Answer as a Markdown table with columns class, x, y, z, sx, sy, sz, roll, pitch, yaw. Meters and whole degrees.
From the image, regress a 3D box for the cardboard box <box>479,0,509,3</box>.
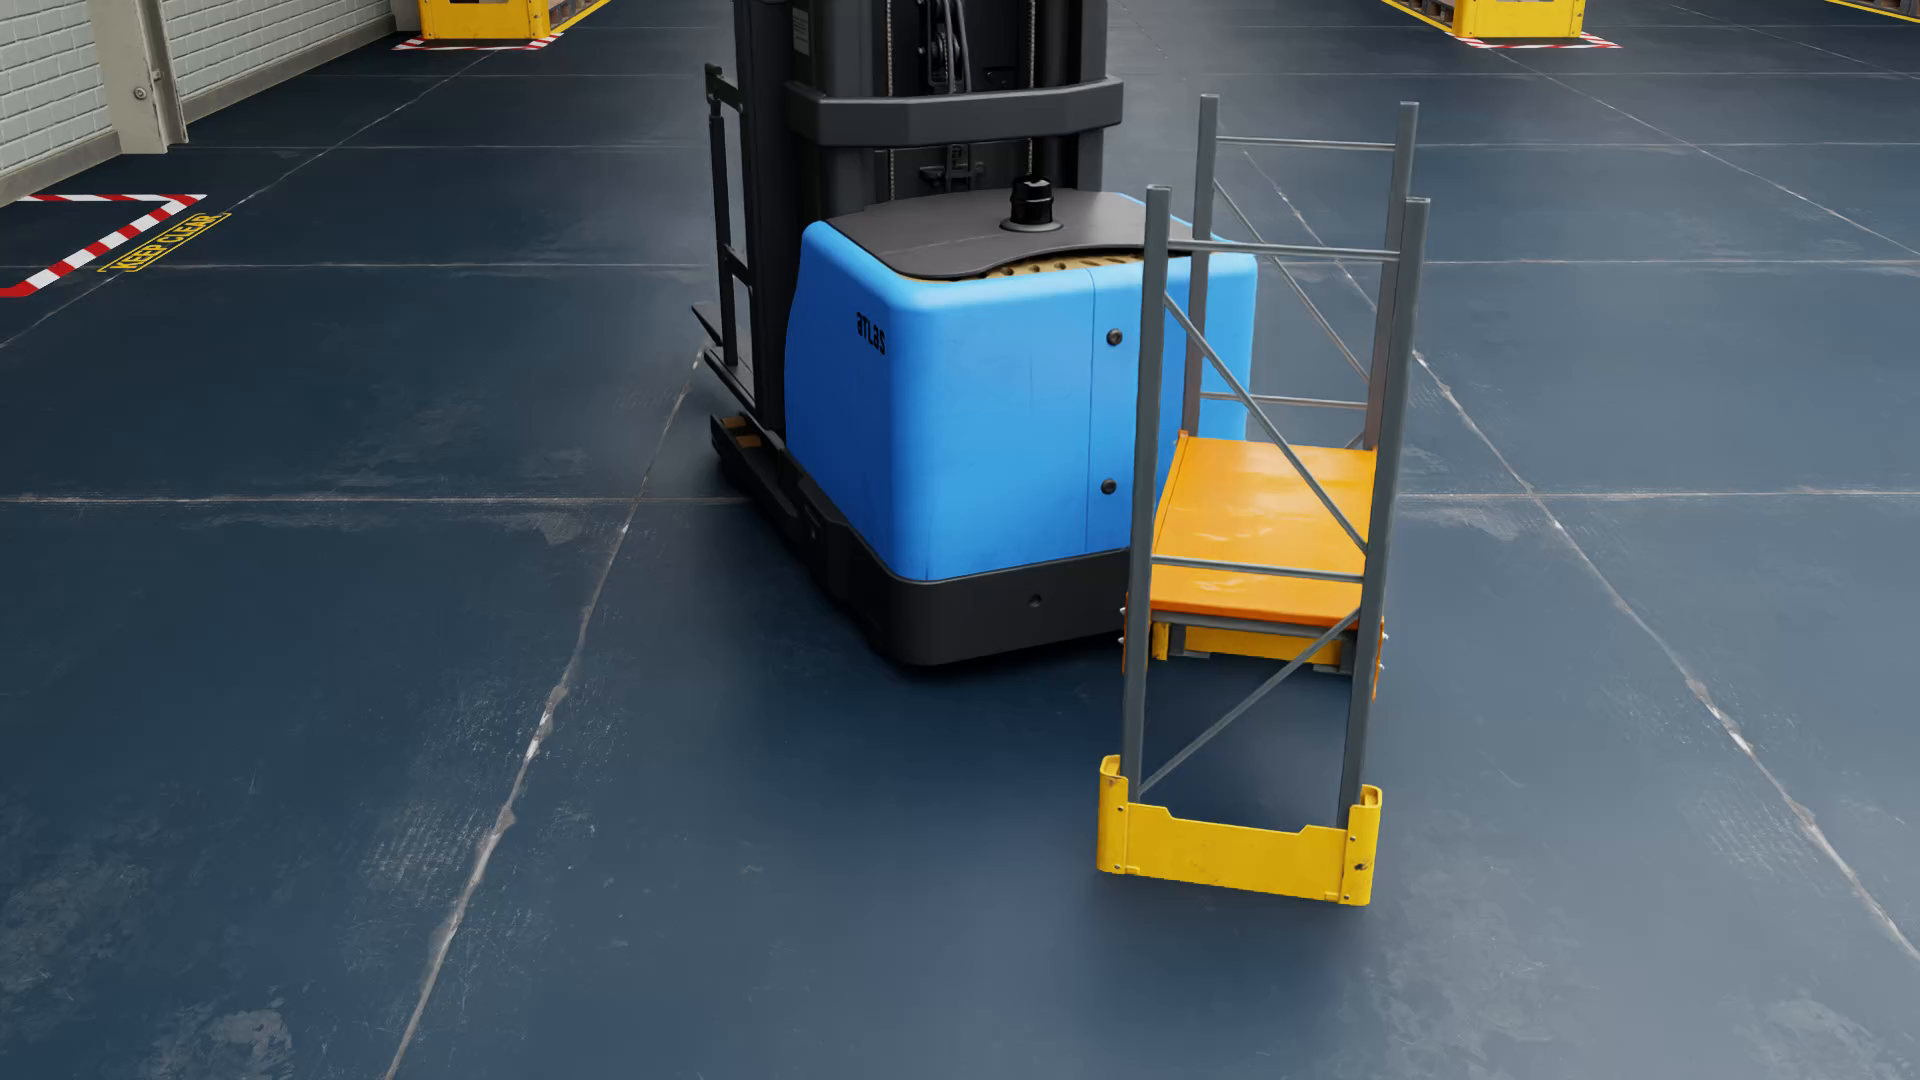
| class | x | y | z | sx | sy | sz | roll | pitch | yaw |
| --- | --- | --- | --- | --- | --- | --- | --- | --- | --- |
| cardboard box | -4.437 | -5.408 | 16.295 | 0.500 | 0.311 | 0.500 | -3 | 25 | -7 |

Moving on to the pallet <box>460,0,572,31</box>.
| class | x | y | z | sx | sy | sz | roll | pitch | yaw |
| --- | --- | --- | --- | --- | --- | --- | --- | --- | --- |
| pallet | -4.493 | -5.242 | 16.585 | 1.003 | 0.211 | 1.213 | 0 | 24 | -1 |

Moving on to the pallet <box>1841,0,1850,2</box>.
| class | x | y | z | sx | sy | sz | roll | pitch | yaw |
| --- | --- | --- | --- | --- | --- | --- | --- | --- | --- |
| pallet | 10.339 | -6.315 | 18.956 | 1.003 | 0.211 | 1.213 | 0 | 24 | -1 |

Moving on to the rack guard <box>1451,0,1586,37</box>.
| class | x | y | z | sx | sy | sz | roll | pitch | yaw |
| --- | --- | --- | --- | --- | --- | --- | --- | --- | --- |
| rack guard | 5.339 | -5.083 | 15.883 | 1.175 | 0.500 | 0.348 | 0 | 24 | -1 |

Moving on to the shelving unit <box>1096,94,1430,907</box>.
| class | x | y | z | sx | sy | sz | roll | pitch | yaw |
| --- | --- | --- | --- | --- | --- | --- | --- | --- | --- |
| shelving unit | 0.703 | -0.147 | 3.755 | 0.587 | 1.500 | 1.083 | 5 | 25 | 12 |

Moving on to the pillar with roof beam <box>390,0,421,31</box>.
| class | x | y | z | sx | sy | sz | roll | pitch | yaw |
| --- | --- | --- | --- | --- | --- | --- | --- | --- | --- |
| pillar with roof beam | -1.087 | -9.184 | 14.636 | 9.100 | 9.000 | 0.400 | 0 | 24 | -1 |

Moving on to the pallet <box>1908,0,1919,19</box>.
| class | x | y | z | sx | sy | sz | roll | pitch | yaw |
| --- | --- | --- | --- | --- | --- | --- | --- | --- | --- |
| pallet | 10.366 | -5.309 | 16.733 | 1.003 | 0.211 | 1.213 | 0 | 24 | -1 |

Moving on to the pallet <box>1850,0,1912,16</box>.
| class | x | y | z | sx | sy | sz | roll | pitch | yaw |
| --- | --- | --- | --- | --- | --- | --- | --- | --- | --- |
| pallet | 10.355 | -5.811 | 17.841 | 1.003 | 0.211 | 1.213 | 0 | 24 | -1 |

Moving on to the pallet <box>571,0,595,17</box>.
| class | x | y | z | sx | sy | sz | roll | pitch | yaw |
| --- | --- | --- | --- | --- | --- | --- | --- | --- | --- |
| pallet | -4.504 | -5.744 | 17.694 | 1.003 | 0.211 | 1.213 | 0 | 24 | -1 |

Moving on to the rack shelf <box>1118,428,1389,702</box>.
| class | x | y | z | sx | sy | sz | roll | pitch | yaw |
| --- | --- | --- | --- | --- | --- | --- | --- | --- | --- |
| rack shelf | 0.701 | 0.021 | 3.821 | 0.538 | 0.185 | 1.000 | 5 | 25 | 12 |

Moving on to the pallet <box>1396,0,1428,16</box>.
| class | x | y | z | sx | sy | sz | roll | pitch | yaw |
| --- | --- | --- | --- | --- | --- | --- | --- | --- | --- |
| pallet | 5.326 | -5.788 | 17.791 | 1.003 | 0.211 | 1.213 | 0 | 24 | -1 |

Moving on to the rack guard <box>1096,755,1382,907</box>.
| class | x | y | z | sx | sy | sz | roll | pitch | yaw |
| --- | --- | --- | --- | --- | --- | --- | --- | --- | --- |
| rack guard | 0.591 | 0.622 | 3.570 | 0.587 | 0.250 | 0.087 | 5 | 25 | 12 |

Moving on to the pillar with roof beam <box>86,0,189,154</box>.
| class | x | y | z | sx | sy | sz | roll | pitch | yaw |
| --- | --- | --- | --- | --- | --- | --- | --- | --- | --- |
| pillar with roof beam | -1.022 | -6.712 | 9.170 | 9.100 | 9.000 | 0.400 | 0 | 24 | -1 |

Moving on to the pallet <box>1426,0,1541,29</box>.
| class | x | y | z | sx | sy | sz | roll | pitch | yaw |
| --- | --- | --- | --- | --- | --- | --- | --- | --- | --- |
| pallet | 5.336 | -5.287 | 16.683 | 1.003 | 0.211 | 1.213 | 0 | 24 | -1 |

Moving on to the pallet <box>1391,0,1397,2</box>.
| class | x | y | z | sx | sy | sz | roll | pitch | yaw |
| --- | --- | --- | --- | --- | --- | --- | --- | --- | --- |
| pallet | 5.309 | -6.292 | 18.906 | 1.003 | 0.211 | 1.213 | 0 | 24 | -1 |

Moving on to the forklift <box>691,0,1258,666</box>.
| class | x | y | z | sx | sy | sz | roll | pitch | yaw |
| --- | --- | --- | --- | --- | --- | --- | --- | --- | --- |
| forklift | -0.228 | -1.586 | 5.201 | 1.130 | 2.935 | 3.031 | -9 | 26 | -20 |

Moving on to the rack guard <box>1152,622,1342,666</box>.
| class | x | y | z | sx | sy | sz | roll | pitch | yaw |
| --- | --- | --- | --- | --- | --- | --- | --- | --- | --- |
| rack guard | 0.815 | 0.223 | 4.455 | 0.587 | 0.250 | 0.087 | 5 | 25 | 12 |

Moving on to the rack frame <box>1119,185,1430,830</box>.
| class | x | y | z | sx | sy | sz | roll | pitch | yaw |
| --- | --- | --- | --- | --- | --- | --- | --- | --- | --- |
| rack frame | 0.586 | 0.061 | 3.296 | 0.500 | 1.500 | 0.032 | 5 | 25 | 12 |

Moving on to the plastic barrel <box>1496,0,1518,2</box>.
| class | x | y | z | sx | sy | sz | roll | pitch | yaw |
| --- | --- | --- | --- | --- | --- | --- | --- | --- | --- |
| plastic barrel | 5.304 | -5.520 | 16.324 | 0.421 | 0.512 | 0.421 | 0 | 24 | 0 |

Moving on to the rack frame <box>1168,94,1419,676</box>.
| class | x | y | z | sx | sy | sz | roll | pitch | yaw |
| --- | --- | --- | --- | --- | --- | --- | --- | --- | --- |
| rack frame | 0.815 | -0.347 | 4.198 | 0.500 | 1.500 | 0.032 | 5 | 25 | 12 |

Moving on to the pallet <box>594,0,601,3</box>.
| class | x | y | z | sx | sy | sz | roll | pitch | yaw |
| --- | --- | --- | --- | --- | --- | --- | --- | --- | --- |
| pallet | -4.520 | -6.248 | 18.808 | 1.003 | 0.211 | 1.213 | 0 | 24 | -1 |

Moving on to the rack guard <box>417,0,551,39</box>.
| class | x | y | z | sx | sy | sz | roll | pitch | yaw |
| --- | --- | --- | --- | --- | --- | --- | --- | --- | --- |
| rack guard | -4.520 | -5.039 | 15.785 | 1.175 | 0.500 | 0.348 | 0 | 24 | -1 |
